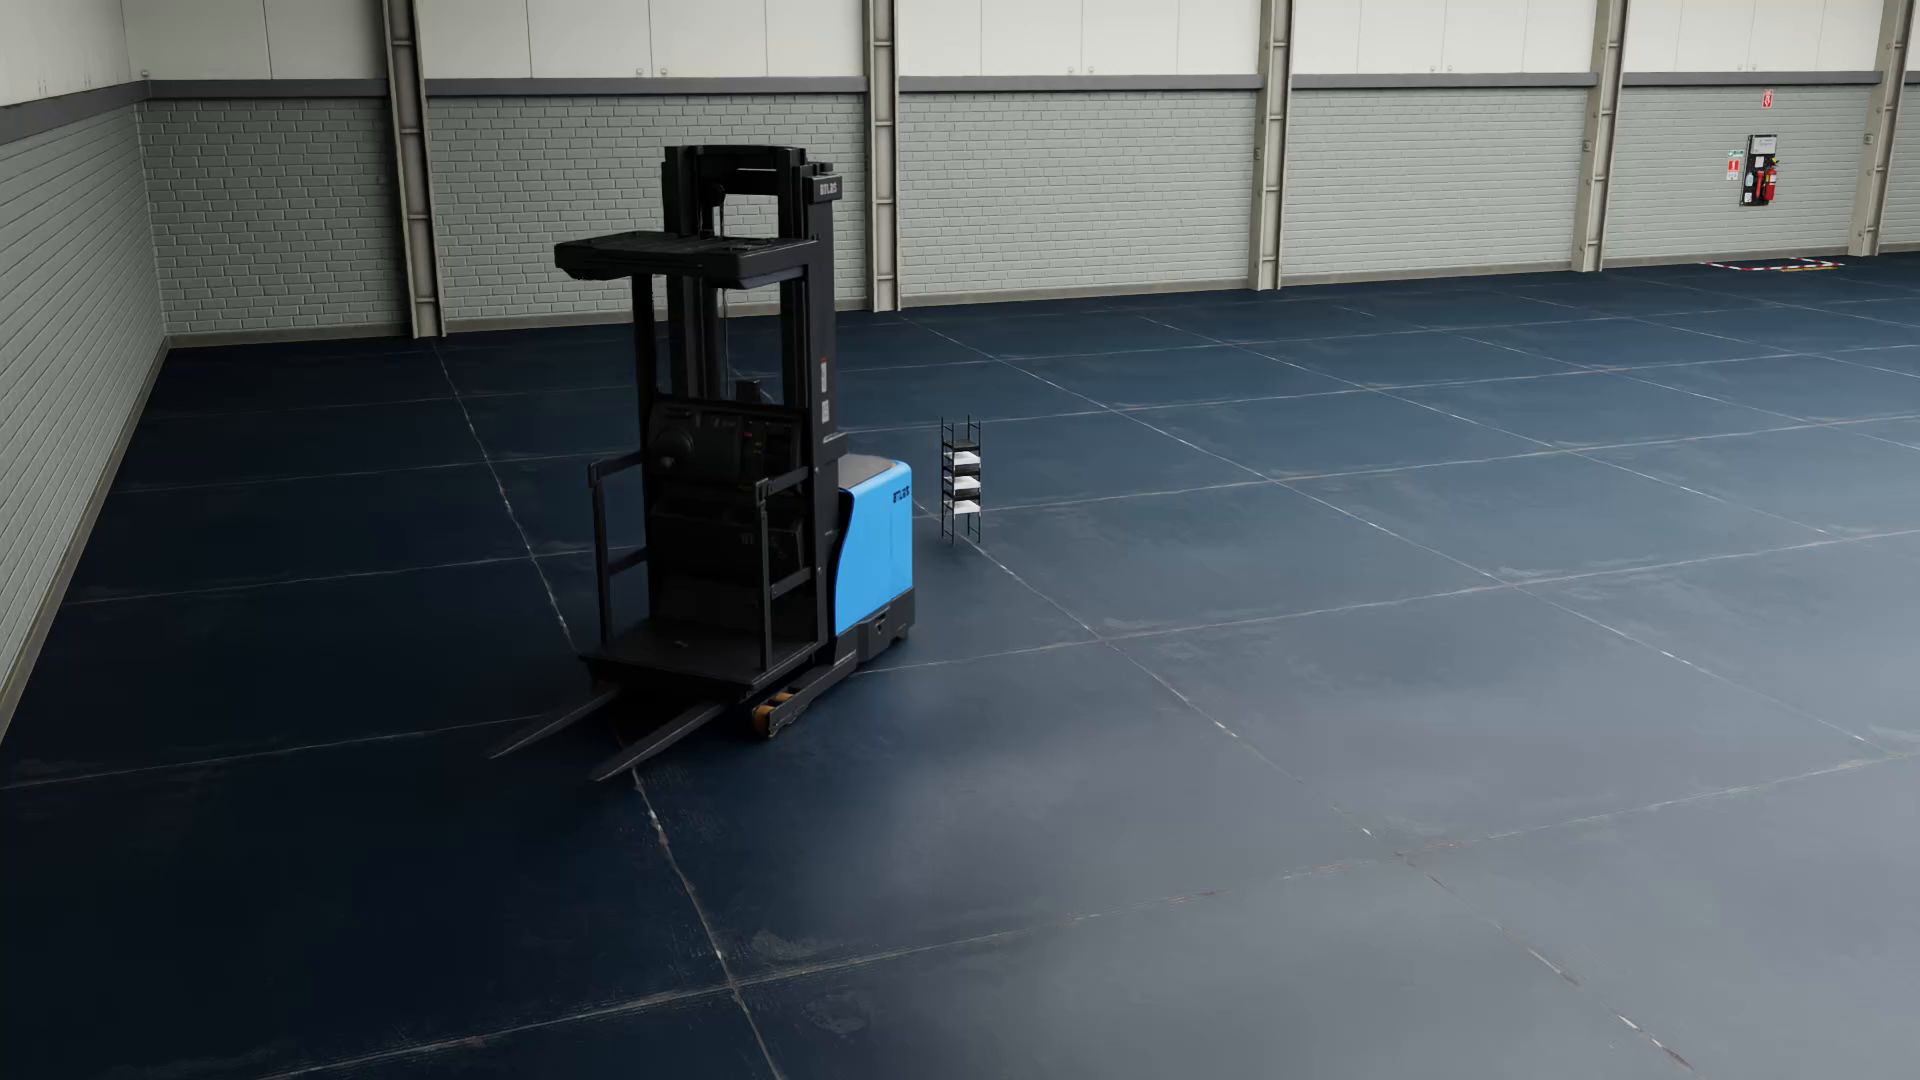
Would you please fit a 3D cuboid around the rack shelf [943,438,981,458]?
[{"bbox_3d":[0.008,-0.660,11.908,0.200,0.077,0.258,-6,17,-20],"label":"rack shelf"}]

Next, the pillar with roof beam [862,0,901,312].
[{"bbox_3d":[0.494,-6.352,17.757,0.400,9.000,9.100,-6,17,-20],"label":"pillar with roof beam"}]

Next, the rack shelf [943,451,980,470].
[{"bbox_3d":[0.008,-0.573,11.933,0.200,0.077,0.258,-6,17,-20],"label":"rack shelf"}]

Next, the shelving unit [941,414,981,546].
[{"bbox_3d":[0.008,-0.433,11.974,0.210,0.900,0.258,-6,17,-20],"label":"shelving unit"}]

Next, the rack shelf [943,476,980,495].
[{"bbox_3d":[0.008,-0.401,11.984,0.200,0.077,0.258,-6,17,-20],"label":"rack shelf"}]

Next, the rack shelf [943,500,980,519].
[{"bbox_3d":[0.008,-0.228,12.034,0.200,0.077,0.258,-6,17,-20],"label":"rack shelf"}]

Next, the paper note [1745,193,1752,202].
[{"bbox_3d":[13.251,-5.759,27.950,0.142,0.148,0.016,-6,17,-20],"label":"paper note"}]

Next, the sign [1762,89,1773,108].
[{"bbox_3d":[13.398,-7.319,27.585,0.199,0.298,0.001,-6,17,-20],"label":"sign"}]

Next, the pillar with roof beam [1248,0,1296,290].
[{"bbox_3d":[6.097,-6.957,19.817,0.400,9.000,9.100,-6,17,-20],"label":"pillar with roof beam"}]

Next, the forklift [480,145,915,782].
[{"bbox_3d":[-1.339,-0.522,8.672,1.130,2.935,3.031,7,18,23],"label":"forklift"}]

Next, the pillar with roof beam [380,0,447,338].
[{"bbox_3d":[-5.108,-5.747,15.697,0.400,9.000,9.100,-6,17,-20],"label":"pillar with roof beam"}]

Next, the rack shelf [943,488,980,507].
[{"bbox_3d":[0.008,-0.314,12.009,0.200,0.077,0.258,-6,17,-20],"label":"rack shelf"}]

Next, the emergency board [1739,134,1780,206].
[{"bbox_3d":[13.441,-6.182,27.825,0.643,1.169,0.194,-6,17,-20],"label":"emergency board"}]

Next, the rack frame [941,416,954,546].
[{"bbox_3d":[-0.087,-0.422,11.939,0.006,0.900,0.240,-6,17,-20],"label":"rack frame"}]

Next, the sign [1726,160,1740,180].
[{"bbox_3d":[12.888,-6.170,27.723,0.234,0.329,0.001,-6,17,-20],"label":"sign"}]

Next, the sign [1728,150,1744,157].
[{"bbox_3d":[12.895,-6.423,27.642,0.331,0.109,0.001,-6,17,-20],"label":"sign"}]

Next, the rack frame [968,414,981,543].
[{"bbox_3d":[0.103,-0.443,12.009,0.006,0.900,0.240,-6,17,-20],"label":"rack frame"}]

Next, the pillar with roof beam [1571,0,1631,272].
[{"bbox_3d":[11.700,-7.562,21.877,0.400,9.000,9.100,-6,17,-20],"label":"pillar with roof beam"}]

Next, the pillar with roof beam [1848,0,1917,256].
[{"bbox_3d":[17.303,-8.167,23.937,0.400,9.000,9.100,-6,17,-20],"label":"pillar with roof beam"}]

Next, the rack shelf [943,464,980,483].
[{"bbox_3d":[0.008,-0.487,11.958,0.200,0.077,0.258,-6,17,-20],"label":"rack shelf"}]
